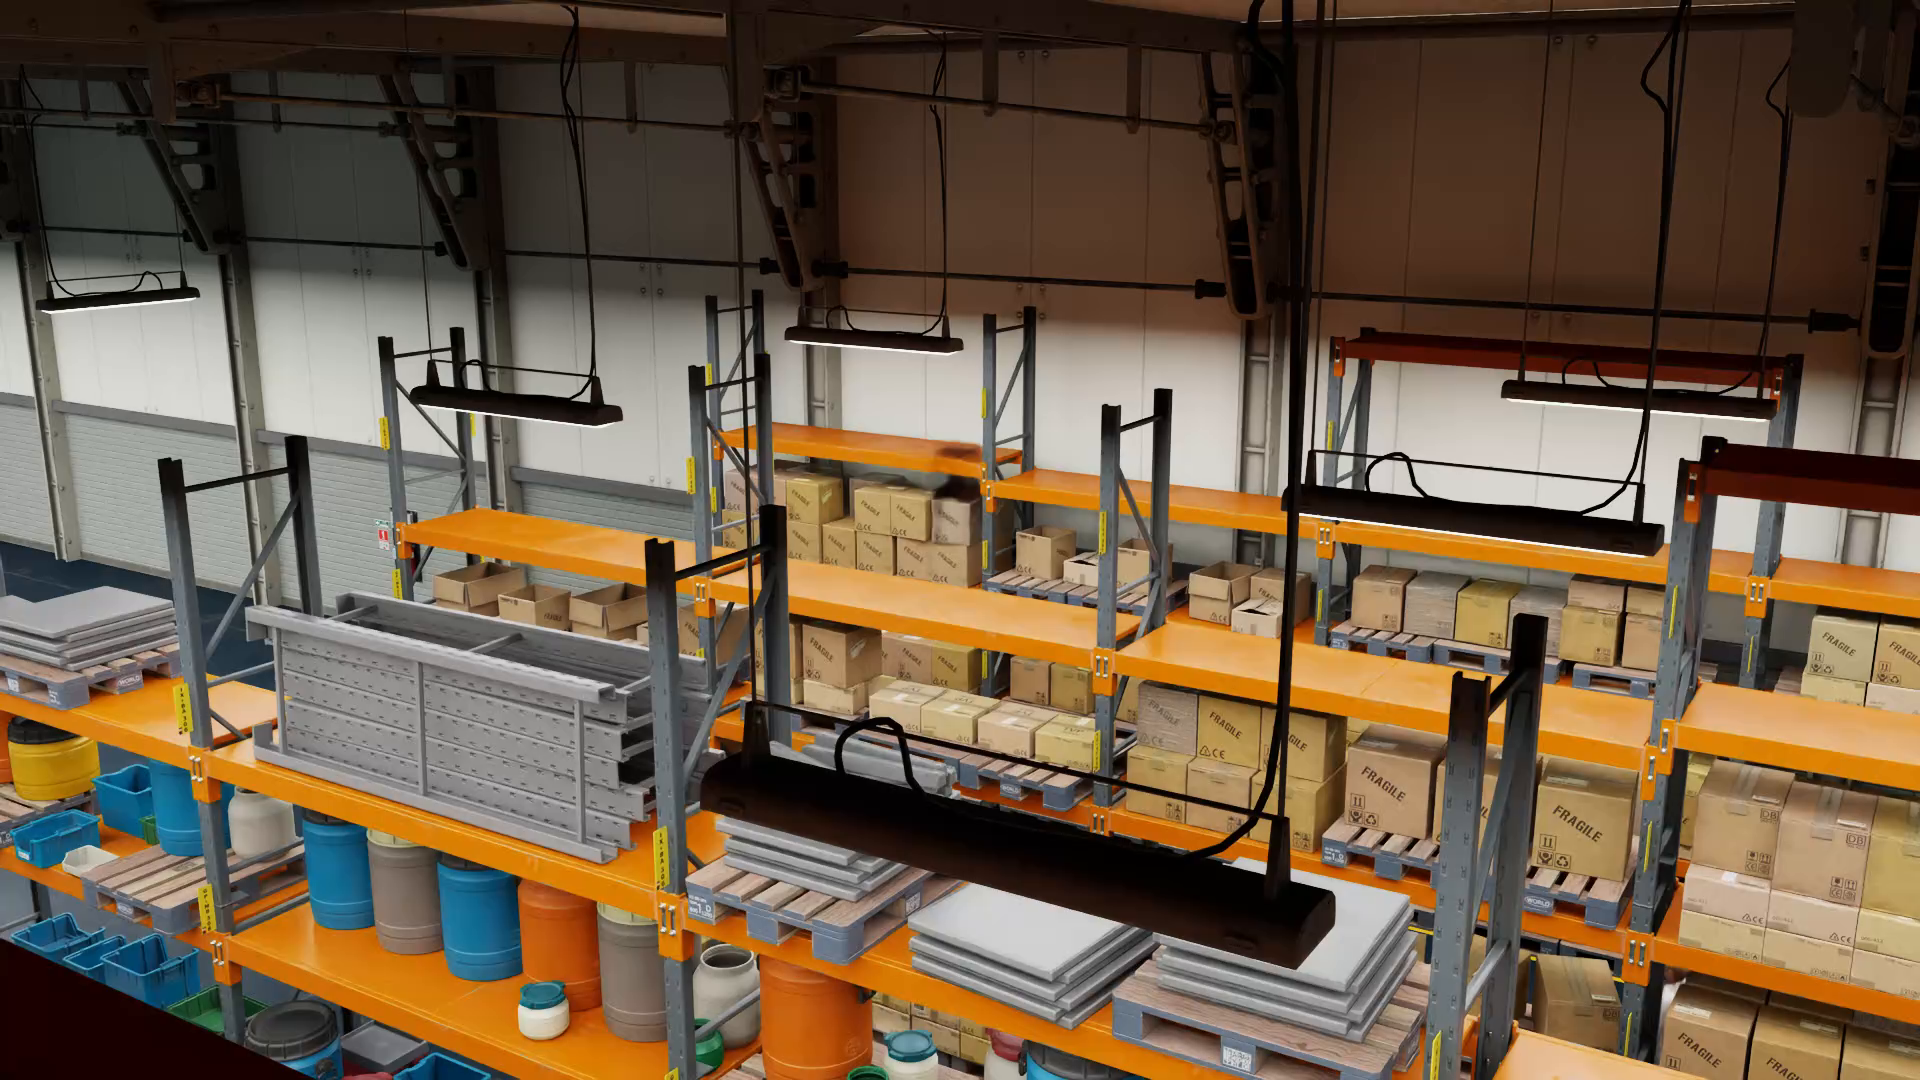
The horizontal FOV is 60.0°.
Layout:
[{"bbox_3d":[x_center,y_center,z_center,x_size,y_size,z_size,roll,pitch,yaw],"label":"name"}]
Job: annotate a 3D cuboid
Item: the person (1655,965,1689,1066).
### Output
[{"bbox_3d":[5.482,4.040,13.185,1.125,1.716,0.591,8,16,29],"label":"person"}]
